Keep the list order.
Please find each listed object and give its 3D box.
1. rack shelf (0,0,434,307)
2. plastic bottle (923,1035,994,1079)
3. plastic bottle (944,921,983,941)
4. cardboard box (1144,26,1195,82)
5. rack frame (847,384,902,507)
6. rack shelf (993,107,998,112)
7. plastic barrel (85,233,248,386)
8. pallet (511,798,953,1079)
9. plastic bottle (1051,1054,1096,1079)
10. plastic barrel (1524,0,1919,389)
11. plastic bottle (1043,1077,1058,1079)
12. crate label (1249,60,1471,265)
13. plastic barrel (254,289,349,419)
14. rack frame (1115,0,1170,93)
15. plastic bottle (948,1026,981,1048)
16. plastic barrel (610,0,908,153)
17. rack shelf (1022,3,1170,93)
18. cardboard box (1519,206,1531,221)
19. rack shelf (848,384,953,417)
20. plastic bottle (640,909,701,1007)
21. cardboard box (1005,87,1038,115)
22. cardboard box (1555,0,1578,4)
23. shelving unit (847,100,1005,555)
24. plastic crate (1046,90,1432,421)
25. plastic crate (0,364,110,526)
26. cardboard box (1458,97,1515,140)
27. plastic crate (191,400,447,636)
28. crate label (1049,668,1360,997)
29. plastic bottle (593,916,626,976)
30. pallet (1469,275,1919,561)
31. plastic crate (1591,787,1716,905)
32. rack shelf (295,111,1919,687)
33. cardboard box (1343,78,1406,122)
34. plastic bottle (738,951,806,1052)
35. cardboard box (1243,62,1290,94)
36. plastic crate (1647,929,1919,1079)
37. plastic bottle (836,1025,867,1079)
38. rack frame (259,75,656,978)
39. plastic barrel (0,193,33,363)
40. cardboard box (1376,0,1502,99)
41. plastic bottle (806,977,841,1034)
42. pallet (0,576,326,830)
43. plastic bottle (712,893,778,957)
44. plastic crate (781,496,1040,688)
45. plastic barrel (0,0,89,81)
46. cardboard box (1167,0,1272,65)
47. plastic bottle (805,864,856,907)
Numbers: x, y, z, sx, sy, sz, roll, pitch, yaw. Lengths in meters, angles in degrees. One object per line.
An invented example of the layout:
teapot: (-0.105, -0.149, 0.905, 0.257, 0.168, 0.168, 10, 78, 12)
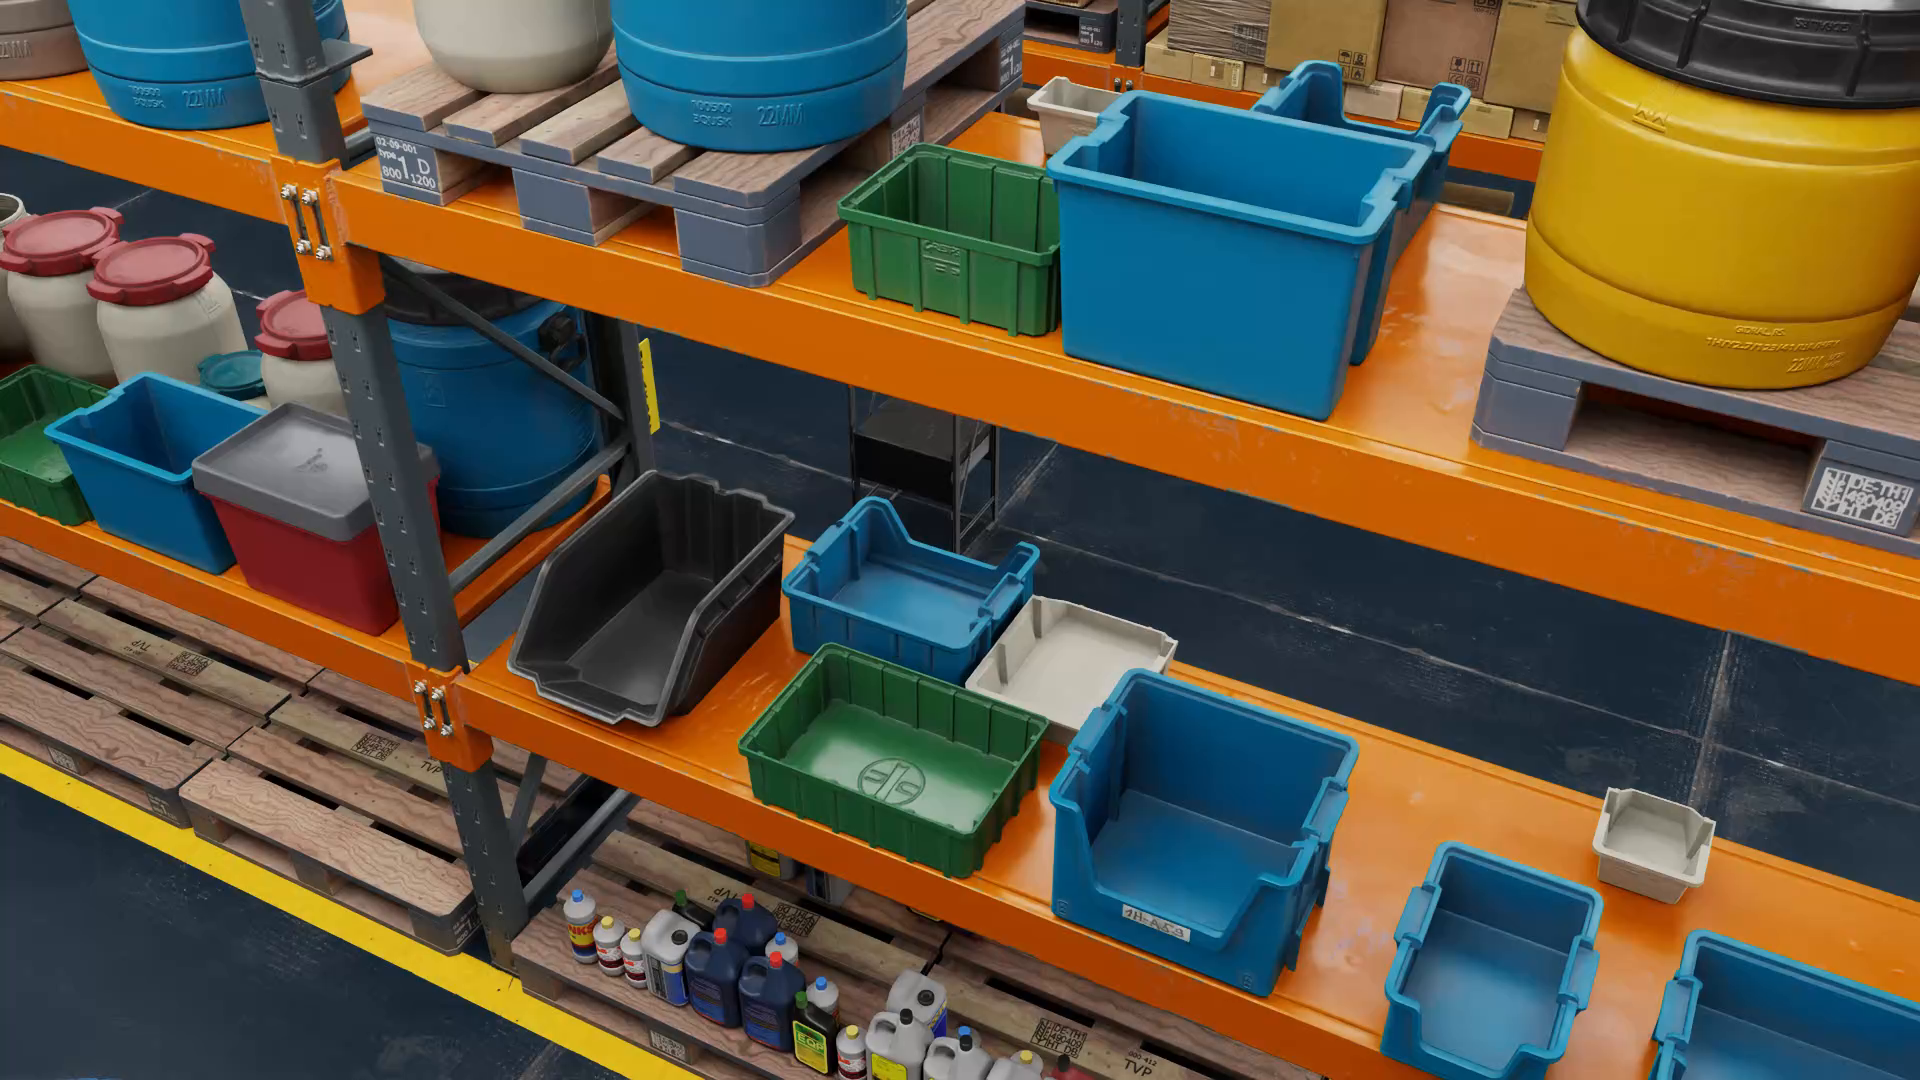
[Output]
rack shelf: (-3.016, -1.523, 4.890, 4.000, 0.370, 1.077, 17, 41, 21)
plastic bottle: (-0.004, 1.491, 4.632, 0.185, 0.351, 0.144, 19, 41, 23)
plastic bottle: (0.016, 1.120, 5.176, 0.133, 0.283, 0.061, 17, 41, 21)
cardboard box: (1.090, -2.397, 8.134, 0.250, 0.149, 0.380, 17, 41, 21)
rack frame: (-0.364, -0.950, 6.765, 0.015, 2.100, 0.400, 17, 41, 21)
rack shelf: (-0.147, -1.429, 6.261, 0.480, 0.518, 0.431, 17, 41, 21)
plastic barrel: (-2.640, -0.701, 5.580, 0.433, 0.535, 0.433, 0, 37, 0)
pallet: (-0.663, 1.261, 5.414, 1.213, 0.211, 1.003, 17, 41, 21)
plastic bottle: (0.317, 1.543, 4.620, 0.133, 0.283, 0.061, 17, 41, 21)
plastic barrel: (1.241, -0.632, 2.618, 0.600, 0.588, 0.600, 0, 37, 0)
plastic bottle: (0.268, 1.603, 4.546, 0.135, 0.276, 0.152, 18, 41, 22)
crate label: (0.802, -0.780, 3.439, 0.408, 0.251, 0.502, 17, 41, 21)
plastic barrel: (-1.989, -0.497, 5.311, 0.433, 0.535, 0.433, 0, 37, 0)
rack frame: (1.038, -2.718, 8.350, 0.127, 3.000, 1.000, 17, 41, 21)
plastic bottle: (0.013, 1.473, 4.779, 0.097, 0.201, 0.097, 0, 37, 0)
plastic barrel: (-0.406, -1.286, 3.221, 0.708, 0.901, 0.600, 17, 41, 21)
rack shelf: (-0.738, -2.988, 9.300, 4.000, 0.370, 1.077, 17, 41, 21)
cardboard box: (2.949, -1.292, 8.191, 0.500, 0.500, 0.500, 21, 42, 26)
rack shelf: (-0.147, -0.872, 6.684, 0.480, 0.518, 0.431, 17, 41, 21)
plastic bottle: (-0.859, 1.250, 5.011, 0.135, 0.276, 0.152, 19, 41, 23)
cardboard box: (0.087, -2.223, 9.401, 0.500, 0.500, 0.700, 17, 40, 21)
cardboard box: (2.658, -2.602, 7.042, 0.500, 0.500, 0.500, 17, 41, 21)
shelving unit: (-0.147, -0.882, 6.676, 0.503, 2.100, 0.431, 17, 41, 21)
plastic crate: (0.480, -0.504, 2.965, 0.575, 0.384, 0.392, 17, 41, 21)
plastic crate: (-2.916, -0.307, 5.349, 0.662, 0.188, 0.450, 17, 41, 21)
cardboard box: (2.428, -1.987, 7.594, 0.250, 0.149, 0.380, 17, 41, 21)
plastic crate: (-1.811, -0.055, 4.788, 0.583, 0.464, 0.402, 17, 41, 21)
crate label: (0.553, 0.673, 3.854, 0.616, 0.435, 0.502, 17, 41, 21)
plastic bottle: (-1.069, 1.233, 5.096, 0.097, 0.201, 0.097, 0, 37, 0)
pallet: (1.622, -0.349, 2.904, 1.213, 0.211, 1.003, 17, 41, 21)
plastic crate: (1.665, 0.737, 4.017, 0.250, 0.136, 0.298, 17, 41, 21)
rack shelf: (0.536, -0.411, 3.425, 4.000, 0.370, 1.077, 17, 41, 21)
cardboard box: (1.970, -2.110, 7.756, 0.250, 0.149, 0.380, 17, 41, 21)
plastic bottle: (-0.547, 1.321, 4.856, 0.185, 0.351, 0.144, 16, 40, 20)
cardboard box: (1.541, -2.266, 7.962, 0.250, 0.149, 0.380, 17, 41, 21)
plastic crate: (1.730, 1.134, 3.398, 0.616, 0.251, 0.499, 17, 41, 21)
plastic bottle: (-0.306, 1.471, 4.781, 0.097, 0.201, 0.097, 0, 37, 0)
rack frame: (-1.240, -0.059, 4.847, 0.127, 3.000, 1.000, 17, 41, 21)
plastic barrel: (-3.406, -0.927, 5.898, 0.421, 0.512, 0.421, 0, 37, 0)
cardboard box: (2.327, -2.475, 7.701, 0.500, 0.500, 0.875, 17, 41, 21)
plastic bottle: (-0.399, 1.373, 4.853, 0.097, 0.271, 0.097, 0, 37, 0)
pallet: (-3.043, 0.516, 6.396, 1.213, 0.211, 1.003, 17, 41, 21)
plastic bottle: (-0.648, 1.191, 5.027, 0.185, 0.351, 0.144, 17, 41, 21)
plastic crate: (-0.133, 0.162, 4.678, 0.616, 0.251, 0.499, 17, 41, 21)
plastic barrel: (-2.372, -1.660, 4.060, 0.600, 0.901, 0.600, 0, 37, 0)
cardboard box: (1.409, -2.718, 8.021, 0.500, 0.500, 0.875, 17, 41, 21)
plastic bottle: (-0.411, 1.015, 5.321, 0.135, 0.276, 0.152, 17, 41, 21)
